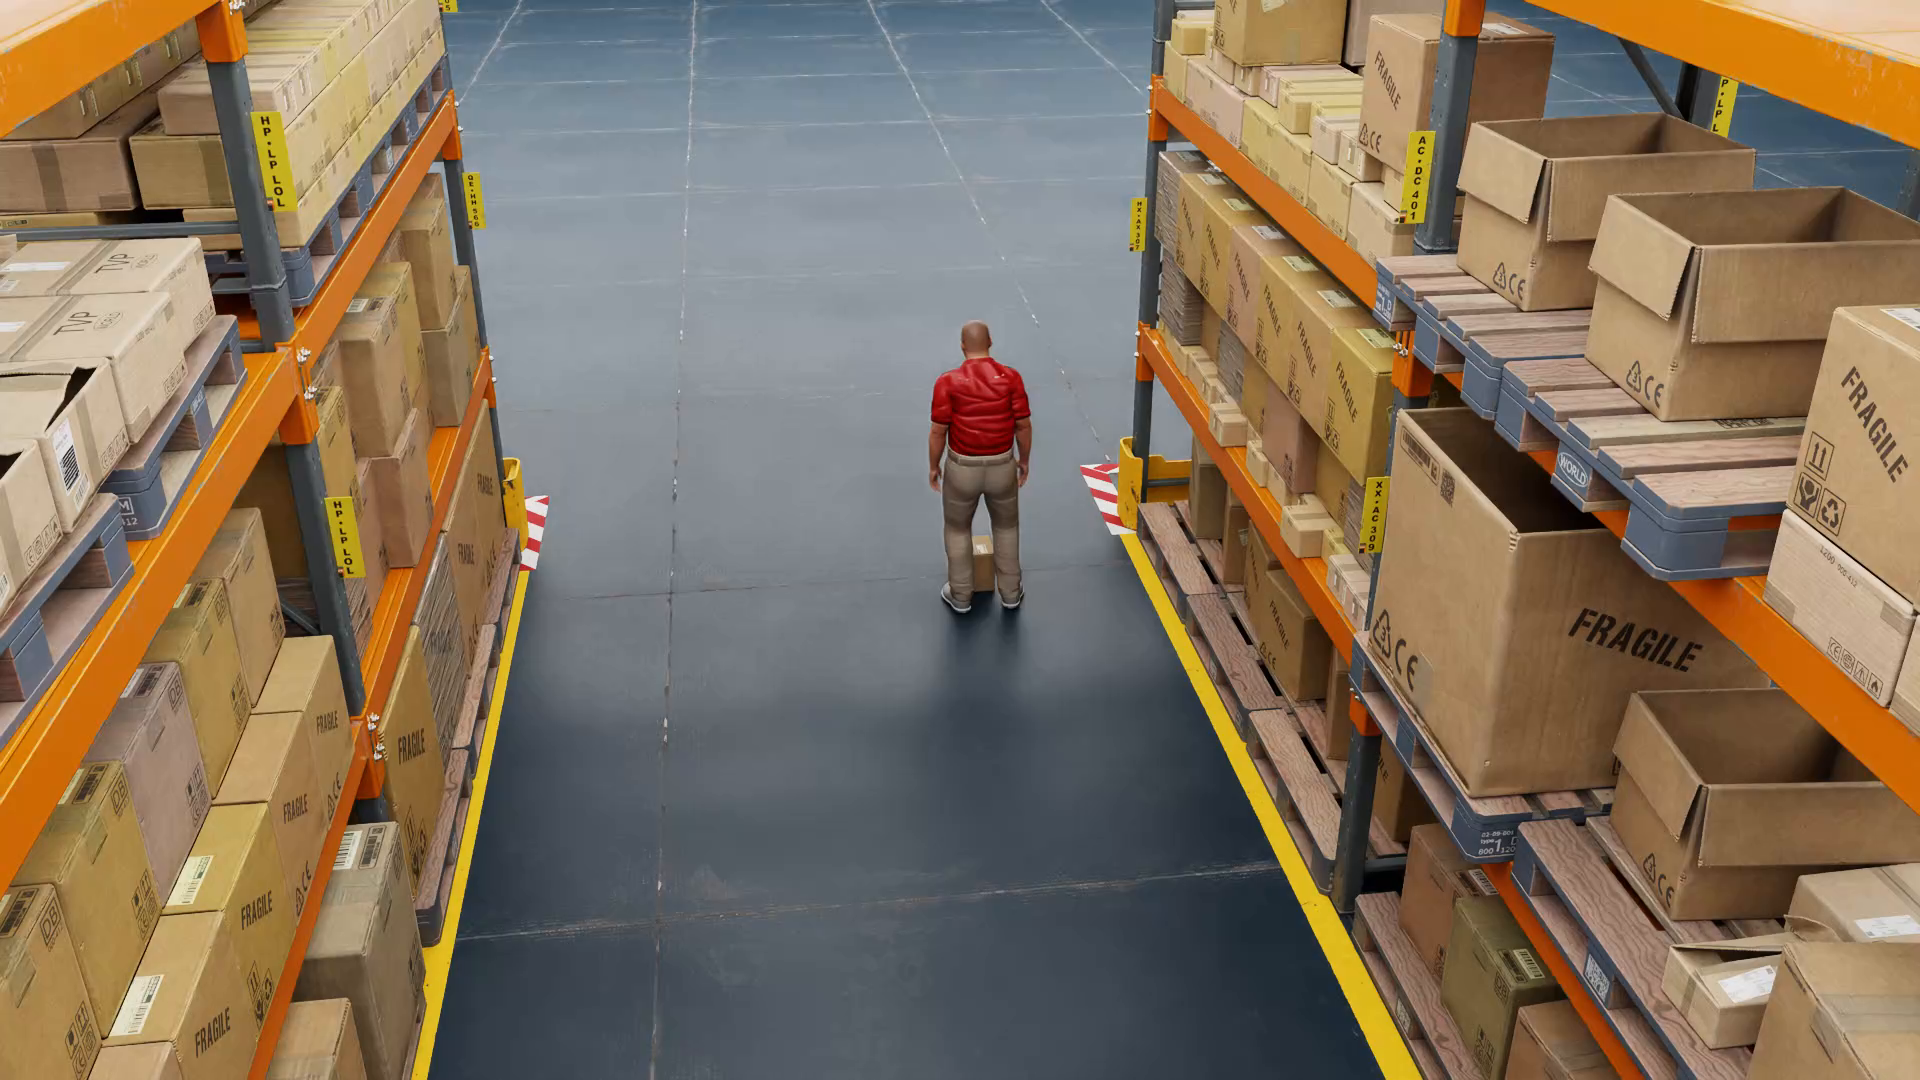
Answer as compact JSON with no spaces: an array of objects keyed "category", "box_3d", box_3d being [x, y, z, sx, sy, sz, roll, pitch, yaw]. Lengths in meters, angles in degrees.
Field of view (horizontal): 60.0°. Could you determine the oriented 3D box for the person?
[{"category":"person","box_3d":[0.112,-0.404,9.425,0.585,1.727,0.392,-4,27,-7]}]
